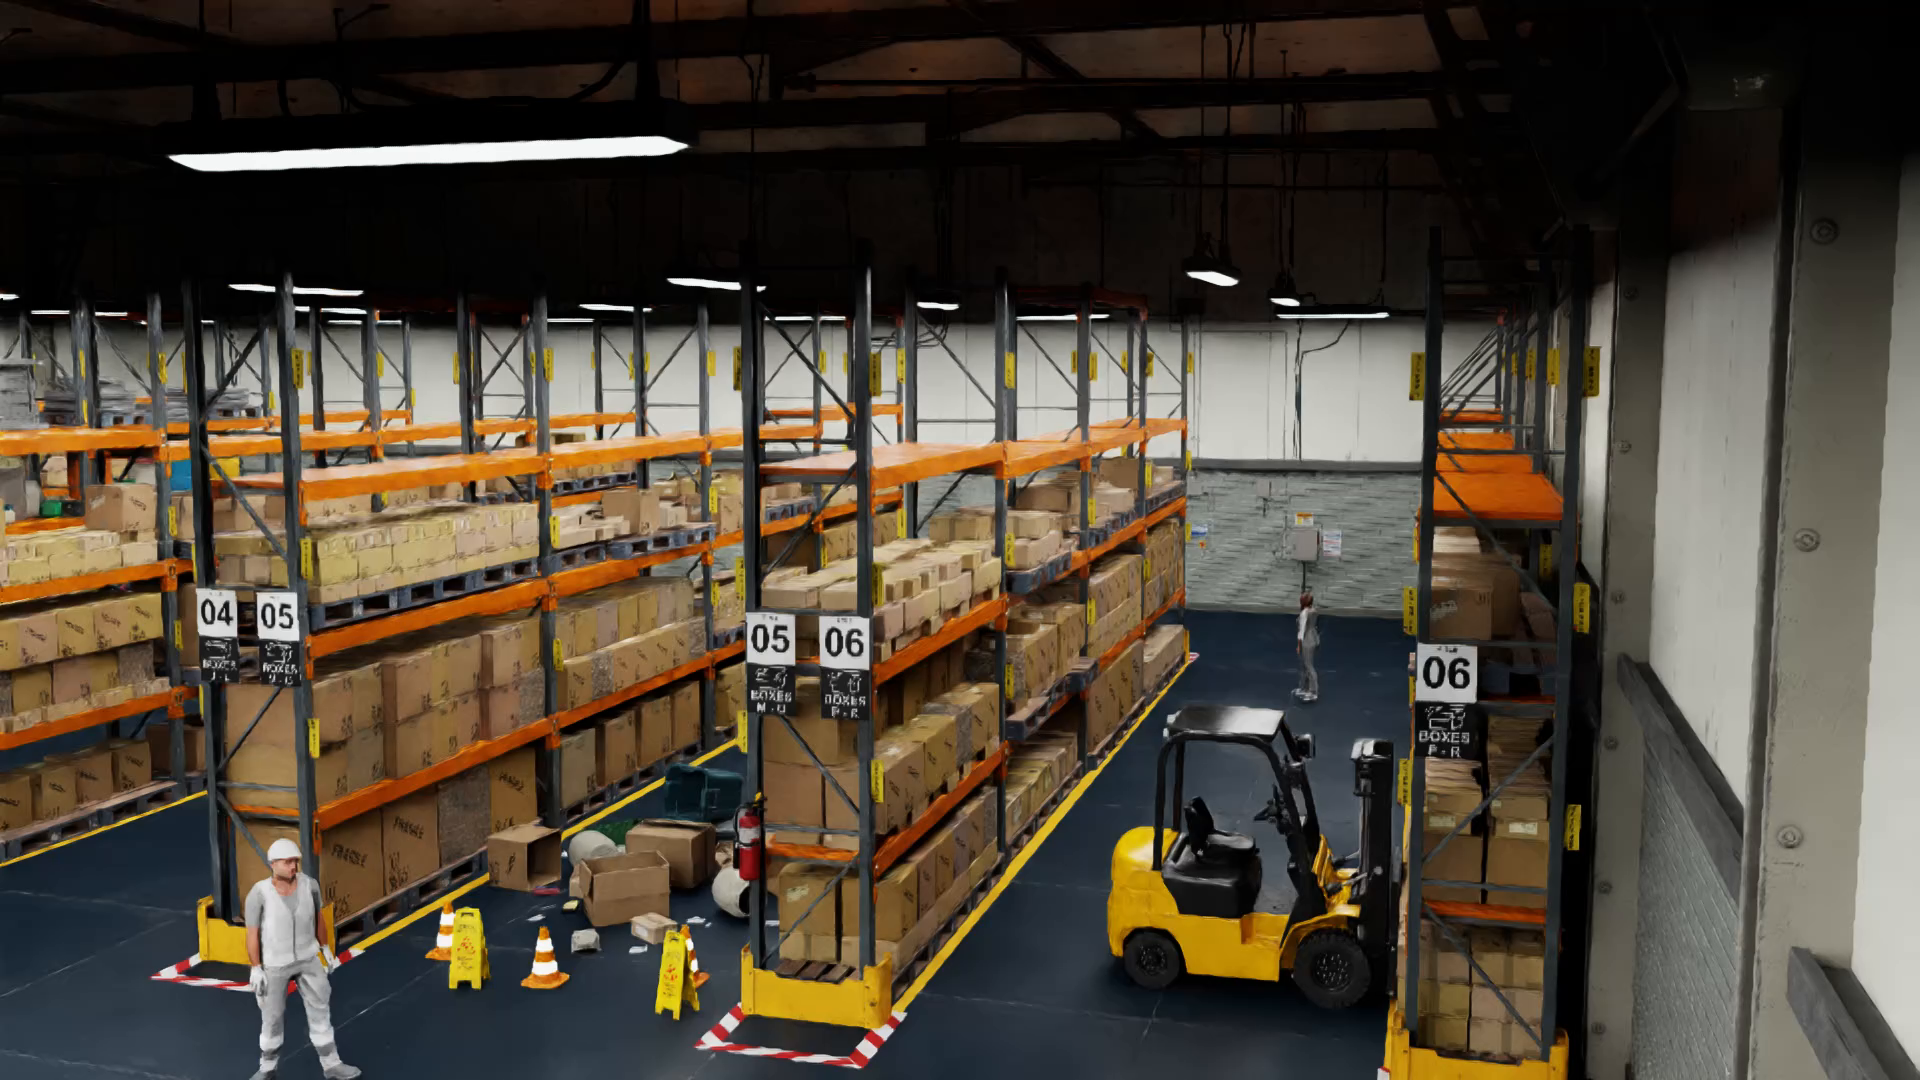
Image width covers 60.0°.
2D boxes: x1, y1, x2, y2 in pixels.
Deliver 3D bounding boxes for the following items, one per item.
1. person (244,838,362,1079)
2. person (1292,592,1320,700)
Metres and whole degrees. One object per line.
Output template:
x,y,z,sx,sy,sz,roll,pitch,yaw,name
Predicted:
-4.678,2.960,11.709,0.702,1.784,0.530,-5,8,-39,person
5.196,1.573,24.942,0.512,1.594,0.515,4,8,34,person
